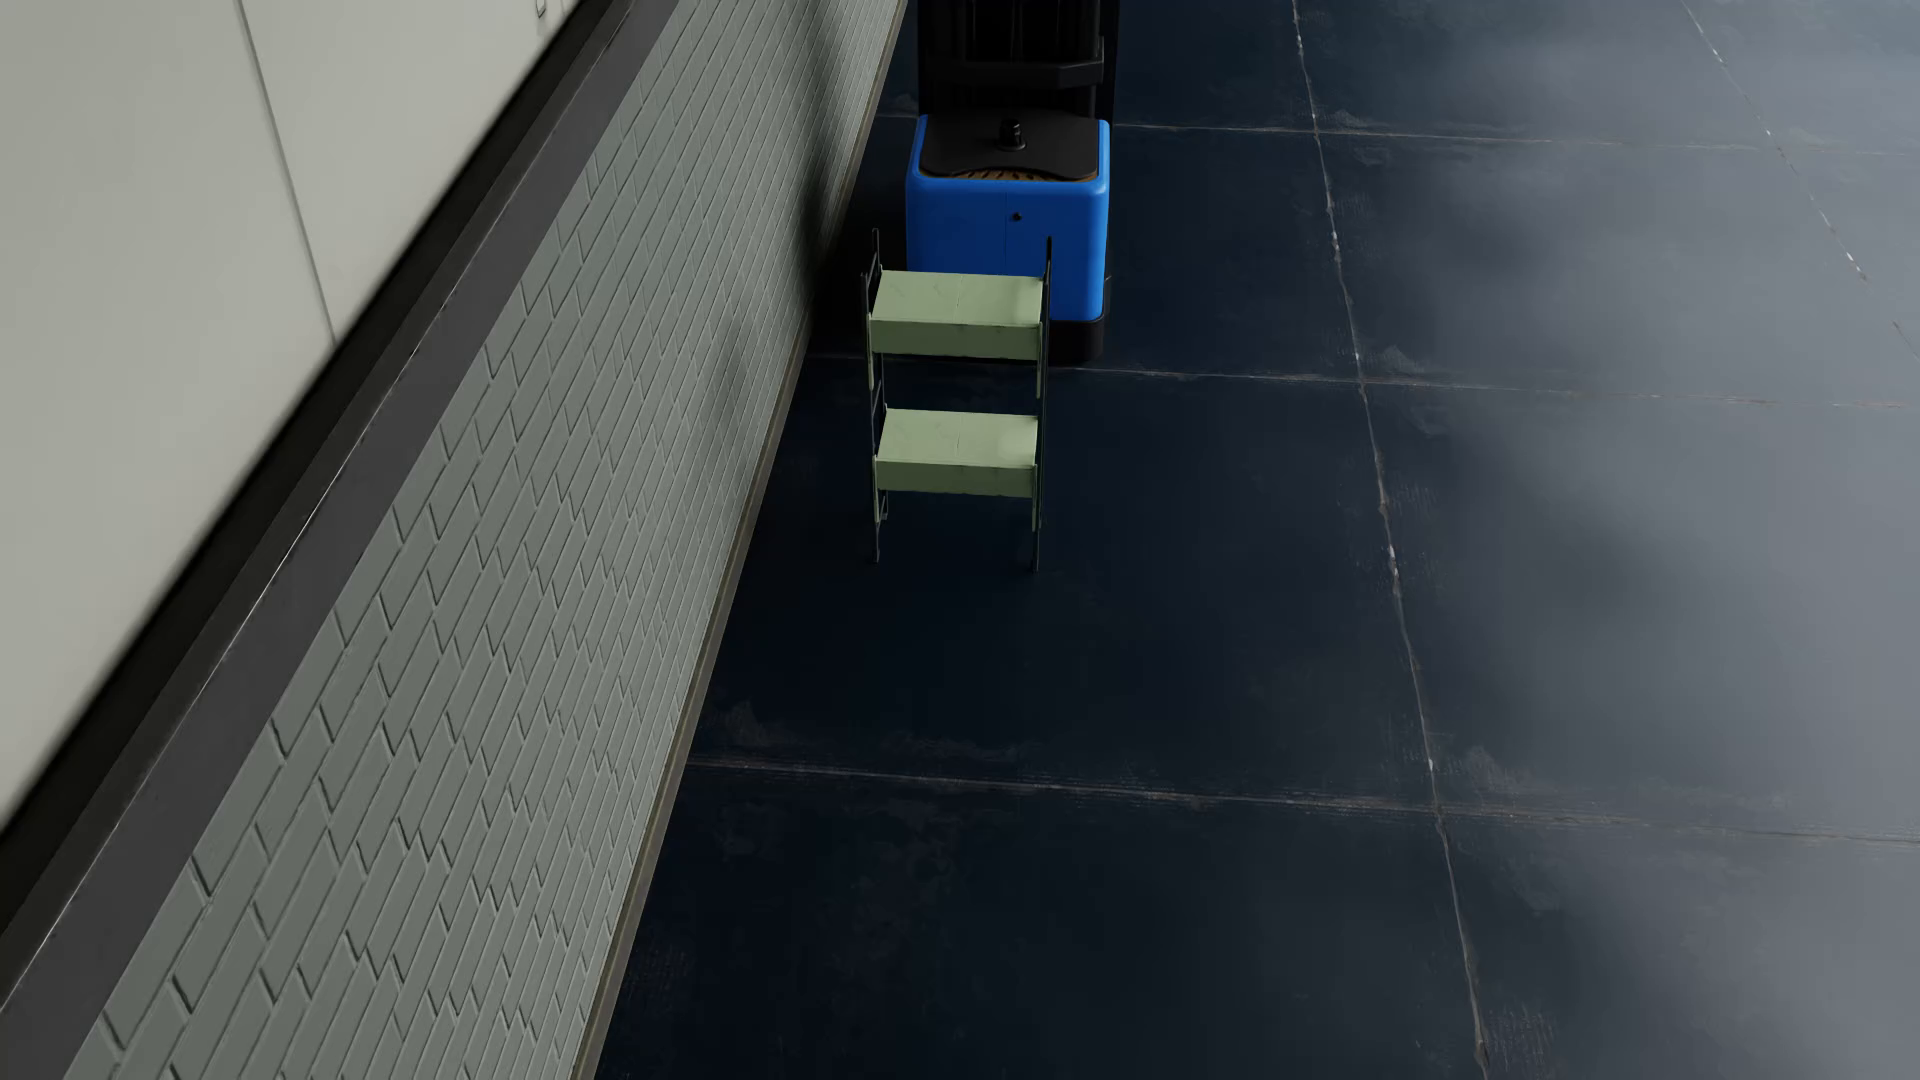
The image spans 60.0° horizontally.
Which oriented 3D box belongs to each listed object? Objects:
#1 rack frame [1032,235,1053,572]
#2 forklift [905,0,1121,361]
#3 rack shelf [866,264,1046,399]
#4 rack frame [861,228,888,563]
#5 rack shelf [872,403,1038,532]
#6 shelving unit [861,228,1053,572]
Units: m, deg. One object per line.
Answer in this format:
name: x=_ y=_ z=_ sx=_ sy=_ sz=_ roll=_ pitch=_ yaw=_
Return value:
rack frame: x=0.358 y=-0.562 z=7.252 sx=0.023 sy=1.500 sz=0.400 roll=3 pitch=39 yaw=4
forklift: x=0.330 y=-2.998 z=9.111 sx=1.130 sy=2.935 sz=3.031 roll=2 pitch=39 yaw=3
rack shelf: x=-0.007 y=-0.885 z=7.031 sx=0.720 sy=0.370 sz=0.431 roll=3 pitch=39 yaw=4
rack frame: x=-0.371 y=-0.602 z=7.301 sx=0.023 sy=1.500 sz=0.400 roll=3 pitch=39 yaw=4
rack shelf: x=-0.007 y=-0.329 z=7.483 sx=0.720 sy=0.370 sz=0.431 roll=3 pitch=39 yaw=4
shelving unit: x=-0.007 y=-0.582 z=7.277 sx=0.755 sy=1.500 sz=0.431 roll=3 pitch=39 yaw=4
